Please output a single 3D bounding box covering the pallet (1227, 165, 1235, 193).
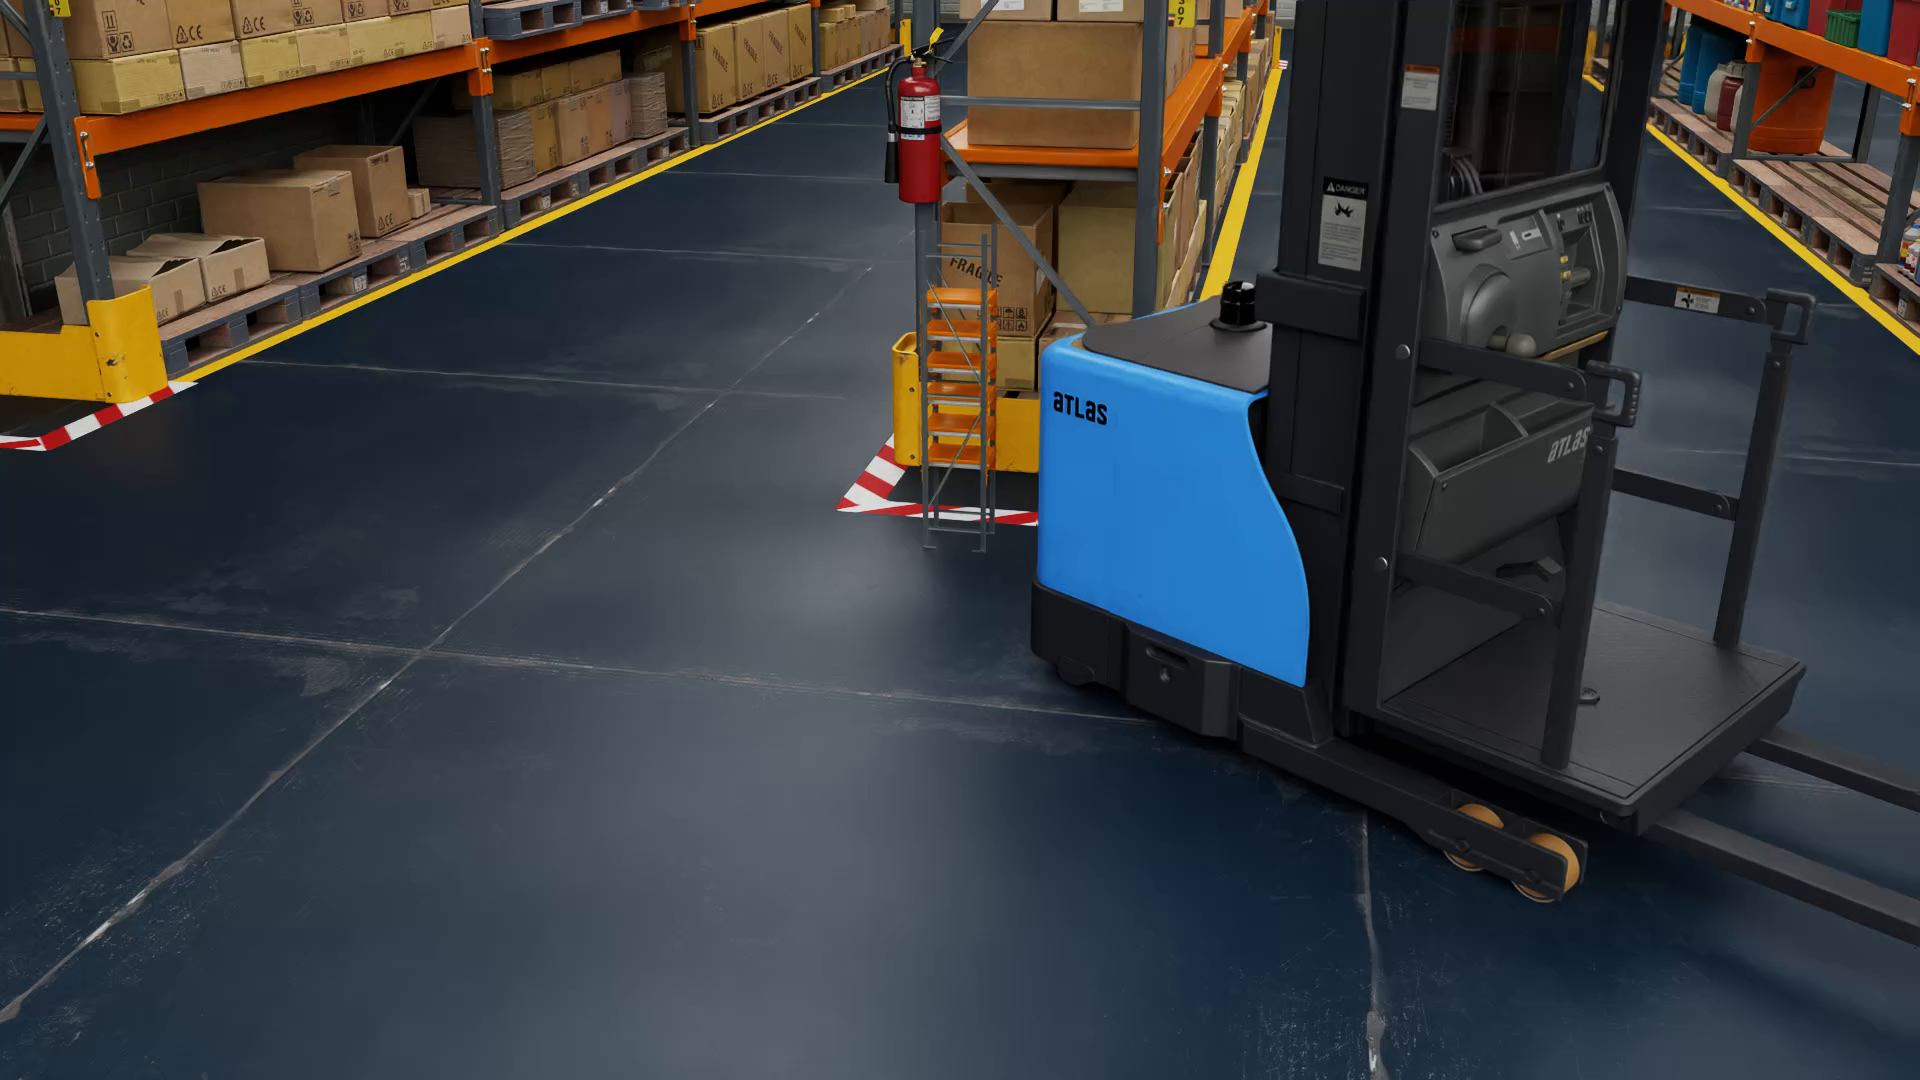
[{"bbox_3d":[1.741,-3.080,13.718,1.003,0.211,1.213,4,22,11],"label":"pallet"}]

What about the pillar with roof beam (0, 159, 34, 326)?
[{"bbox_3d":[-1.025,-4.898,6.471,9.100,9.000,0.400,4,22,11],"label":"pillar with roof beam"}]

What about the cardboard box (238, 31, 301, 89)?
[{"bbox_3d":[-3.924,-2.593,8.950,0.500,0.250,0.500,4,22,10],"label":"cardboard box"}]

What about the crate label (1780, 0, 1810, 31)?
[{"bbox_3d":[6.328,-3.966,12.139,0.502,0.435,0.616,4,22,11],"label":"crate label"}]

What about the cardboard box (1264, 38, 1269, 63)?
[{"bbox_3d":[3.486,-5.963,20.236,0.500,0.250,0.500,4,22,11],"label":"cardboard box"}]

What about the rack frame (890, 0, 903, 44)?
[{"bbox_3d":[-1.271,-7.973,22.136,1.000,3.000,0.127,4,22,11],"label":"rack frame"}]

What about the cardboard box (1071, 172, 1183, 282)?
[{"bbox_3d":[0.831,-1.559,8.323,0.500,0.500,0.500,4,22,11],"label":"cardboard box"}]

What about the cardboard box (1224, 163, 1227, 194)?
[{"bbox_3d":[1.664,-2.633,11.994,0.500,0.250,0.500,4,22,9],"label":"cardboard box"}]

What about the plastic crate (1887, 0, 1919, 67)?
[{"bbox_3d":[5.778,-3.060,9.850,0.402,0.464,0.583,4,22,11],"label":"plastic crate"}]

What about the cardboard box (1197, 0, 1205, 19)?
[{"bbox_3d":[1.411,-3.727,11.459,0.500,0.500,0.500,6,23,15],"label":"cardboard box"}]

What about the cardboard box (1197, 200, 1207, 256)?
[{"bbox_3d":[1.250,-1.942,10.278,0.500,0.250,0.500,4,22,11],"label":"cardboard box"}]

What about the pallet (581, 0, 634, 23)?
[{"bbox_3d":[-3.267,-4.232,13.102,1.003,0.211,1.213,4,22,11],"label":"pallet"}]

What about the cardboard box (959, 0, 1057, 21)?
[{"bbox_3d":[0.206,-2.247,6.916,0.380,0.149,0.250,4,22,10],"label":"cardboard box"}]

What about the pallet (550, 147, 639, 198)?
[{"bbox_3d":[-3.315,-3.024,13.579,1.003,0.211,1.213,4,22,11],"label":"pallet"}]

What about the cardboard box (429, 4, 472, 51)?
[{"bbox_3d":[-3.520,-3.328,10.776,0.500,0.250,0.500,5,22,11],"label":"cardboard box"}]

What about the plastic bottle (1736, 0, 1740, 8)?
[{"bbox_3d":[6.588,-4.610,13.956,0.097,0.271,0.097,0,22,0],"label":"plastic bottle"}]

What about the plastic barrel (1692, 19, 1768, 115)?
[{"bbox_3d":[7.339,-4.520,15.808,0.600,0.901,0.708,4,22,11],"label":"plastic barrel"}]

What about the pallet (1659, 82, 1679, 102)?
[{"bbox_3d":[7.723,-4.734,17.825,1.003,0.211,1.213,4,22,11],"label":"pallet"}]

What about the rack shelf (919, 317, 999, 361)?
[{"bbox_3d":[-0.003,-0.733,6.043,0.258,0.103,0.180,4,22,11],"label":"rack shelf"}]

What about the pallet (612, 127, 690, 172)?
[{"bbox_3d":[-3.064,-3.468,14.683,1.003,0.211,1.213,4,22,11],"label":"pallet"}]

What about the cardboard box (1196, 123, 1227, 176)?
[{"bbox_3d":[1.566,-2.703,11.417,0.500,0.311,0.500,4,22,10],"label":"cardboard box"}]

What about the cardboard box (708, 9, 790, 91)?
[{"bbox_3d":[-2.271,-5.135,17.404,0.750,0.750,0.750,5,23,13],"label":"cardboard box"}]

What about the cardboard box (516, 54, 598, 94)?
[{"bbox_3d":[-3.277,-3.781,13.479,0.500,0.250,0.500,4,22,11],"label":"cardboard box"}]

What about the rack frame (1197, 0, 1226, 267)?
[{"bbox_3d":[1.131,-3.208,10.305,1.000,3.000,0.127,4,22,11],"label":"rack frame"}]

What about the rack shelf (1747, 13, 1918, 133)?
[{"bbox_3d":[6.387,-3.227,11.315,1.077,0.370,4.000,4,22,11],"label":"rack shelf"}]

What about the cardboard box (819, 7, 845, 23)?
[{"bbox_3d":[-1.586,-6.224,19.707,0.380,0.149,0.250,5,23,13],"label":"cardboard box"}]

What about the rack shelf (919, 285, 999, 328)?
[{"bbox_3d":[-0.003,-0.844,5.998,0.258,0.103,0.180,4,22,11],"label":"rack shelf"}]

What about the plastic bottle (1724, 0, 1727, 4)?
[{"bbox_3d":[6.688,-4.755,14.411,0.097,0.201,0.097,0,22,0],"label":"plastic bottle"}]

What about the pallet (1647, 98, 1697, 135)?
[{"bbox_3d":[7.413,-4.183,16.457,1.003,0.211,1.213,4,22,11],"label":"pallet"}]

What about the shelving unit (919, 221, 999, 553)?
[{"bbox_3d":[-0.003,-0.551,6.116,0.258,1.200,0.189,4,22,11],"label":"shelving unit"}]

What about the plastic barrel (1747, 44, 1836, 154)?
[{"bbox_3d":[6.878,-3.661,13.771,0.600,0.830,0.708,4,22,11],"label":"plastic barrel"}]

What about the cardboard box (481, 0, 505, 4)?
[{"bbox_3d":[-3.582,-4.019,11.594,0.700,0.500,0.500,5,22,11],"label":"cardboard box"}]

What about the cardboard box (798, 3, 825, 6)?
[{"bbox_3d":[-1.847,-6.456,20.284,0.380,0.149,0.250,5,22,11],"label":"cardboard box"}]

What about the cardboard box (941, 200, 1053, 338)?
[{"bbox_3d":[0.133,-1.232,7.511,0.500,0.500,0.500,4,22,11],"label":"cardboard box"}]

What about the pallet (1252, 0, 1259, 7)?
[{"bbox_3d":[2.016,-4.836,14.602,1.213,0.211,1.003,4,22,11],"label":"pallet"}]

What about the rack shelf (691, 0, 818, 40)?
[{"bbox_3d":[-2.495,-5.445,16.822,1.077,0.370,4.000,4,22,11],"label":"rack shelf"}]

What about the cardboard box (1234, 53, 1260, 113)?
[{"bbox_3d":[2.630,-4.427,16.087,0.500,0.500,0.500,4,22,9],"label":"cardboard box"}]

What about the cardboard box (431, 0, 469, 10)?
[{"bbox_3d":[-3.513,-3.676,10.636,0.500,0.500,0.500,4,22,11],"label":"cardboard box"}]

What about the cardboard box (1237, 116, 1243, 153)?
[{"bbox_3d":[2.078,-3.380,13.849,0.500,0.250,0.500,5,22,12],"label":"cardboard box"}]

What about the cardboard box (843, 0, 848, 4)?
[{"bbox_3d":[-1.640,-6.830,21.213,0.380,0.149,0.250,5,22,11],"label":"cardboard box"}]

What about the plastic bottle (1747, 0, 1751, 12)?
[{"bbox_3d":[6.502,-4.421,13.583,0.097,0.201,0.097,0,22,0],"label":"plastic bottle"}]

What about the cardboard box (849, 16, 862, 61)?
[{"bbox_3d":[-1.622,-6.182,20.473,0.700,0.500,0.500,5,22,12],"label":"cardboard box"}]

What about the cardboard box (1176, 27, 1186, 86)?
[{"bbox_3d":[0.839,-2.715,8.947,0.700,0.500,0.500,5,22,12],"label":"cardboard box"}]

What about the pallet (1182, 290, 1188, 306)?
[{"bbox_3d":[0.681,-1.180,9.000,1.003,0.211,1.213,4,22,11],"label":"pallet"}]

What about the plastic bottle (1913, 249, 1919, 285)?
[{"bbox_3d":[5.446,-1.567,9.285,0.152,0.276,0.135,5,23,13],"label":"plastic bottle"}]

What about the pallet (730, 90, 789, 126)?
[{"bbox_3d":[-2.418,-4.482,17.199,1.003,0.211,1.213,4,22,11],"label":"pallet"}]

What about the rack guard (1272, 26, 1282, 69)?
[{"bbox_3d":[3.564,-6.410,21.600,1.175,0.500,0.348,4,22,11],"label":"rack guard"}]

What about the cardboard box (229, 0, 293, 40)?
[{"bbox_3d":[-3.922,-2.930,8.783,0.500,0.500,0.500,4,22,9],"label":"cardboard box"}]

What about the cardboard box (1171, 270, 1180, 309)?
[{"bbox_3d":[0.843,-1.210,8.461,0.500,0.250,0.500,4,22,11],"label":"cardboard box"}]

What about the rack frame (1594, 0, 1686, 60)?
[{"bbox_3d":[8.428,-7.218,20.261,1.000,3.000,0.127,4,22,11],"label":"rack frame"}]

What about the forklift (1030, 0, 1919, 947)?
[{"bbox_3d":[1.611,-0.679,4.117,1.130,2.935,3.031,-20,29,-40],"label":"forklift"}]

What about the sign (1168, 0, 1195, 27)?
[{"bbox_3d":[0.857,-2.139,6.386,0.100,0.325,0.005,4,22,11],"label":"sign"}]

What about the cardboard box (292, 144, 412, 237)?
[{"bbox_3d":[-3.892,-2.247,10.674,0.500,0.500,0.500,3,22,7],"label":"cardboard box"}]

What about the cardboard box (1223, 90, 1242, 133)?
[{"bbox_3d":[1.981,-3.450,13.272,0.500,0.311,0.500,4,22,10],"label":"cardboard box"}]

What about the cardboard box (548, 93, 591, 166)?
[{"bbox_3d":[-3.386,-3.276,13.230,0.700,0.500,0.500,5,22,12],"label":"cardboard box"}]
